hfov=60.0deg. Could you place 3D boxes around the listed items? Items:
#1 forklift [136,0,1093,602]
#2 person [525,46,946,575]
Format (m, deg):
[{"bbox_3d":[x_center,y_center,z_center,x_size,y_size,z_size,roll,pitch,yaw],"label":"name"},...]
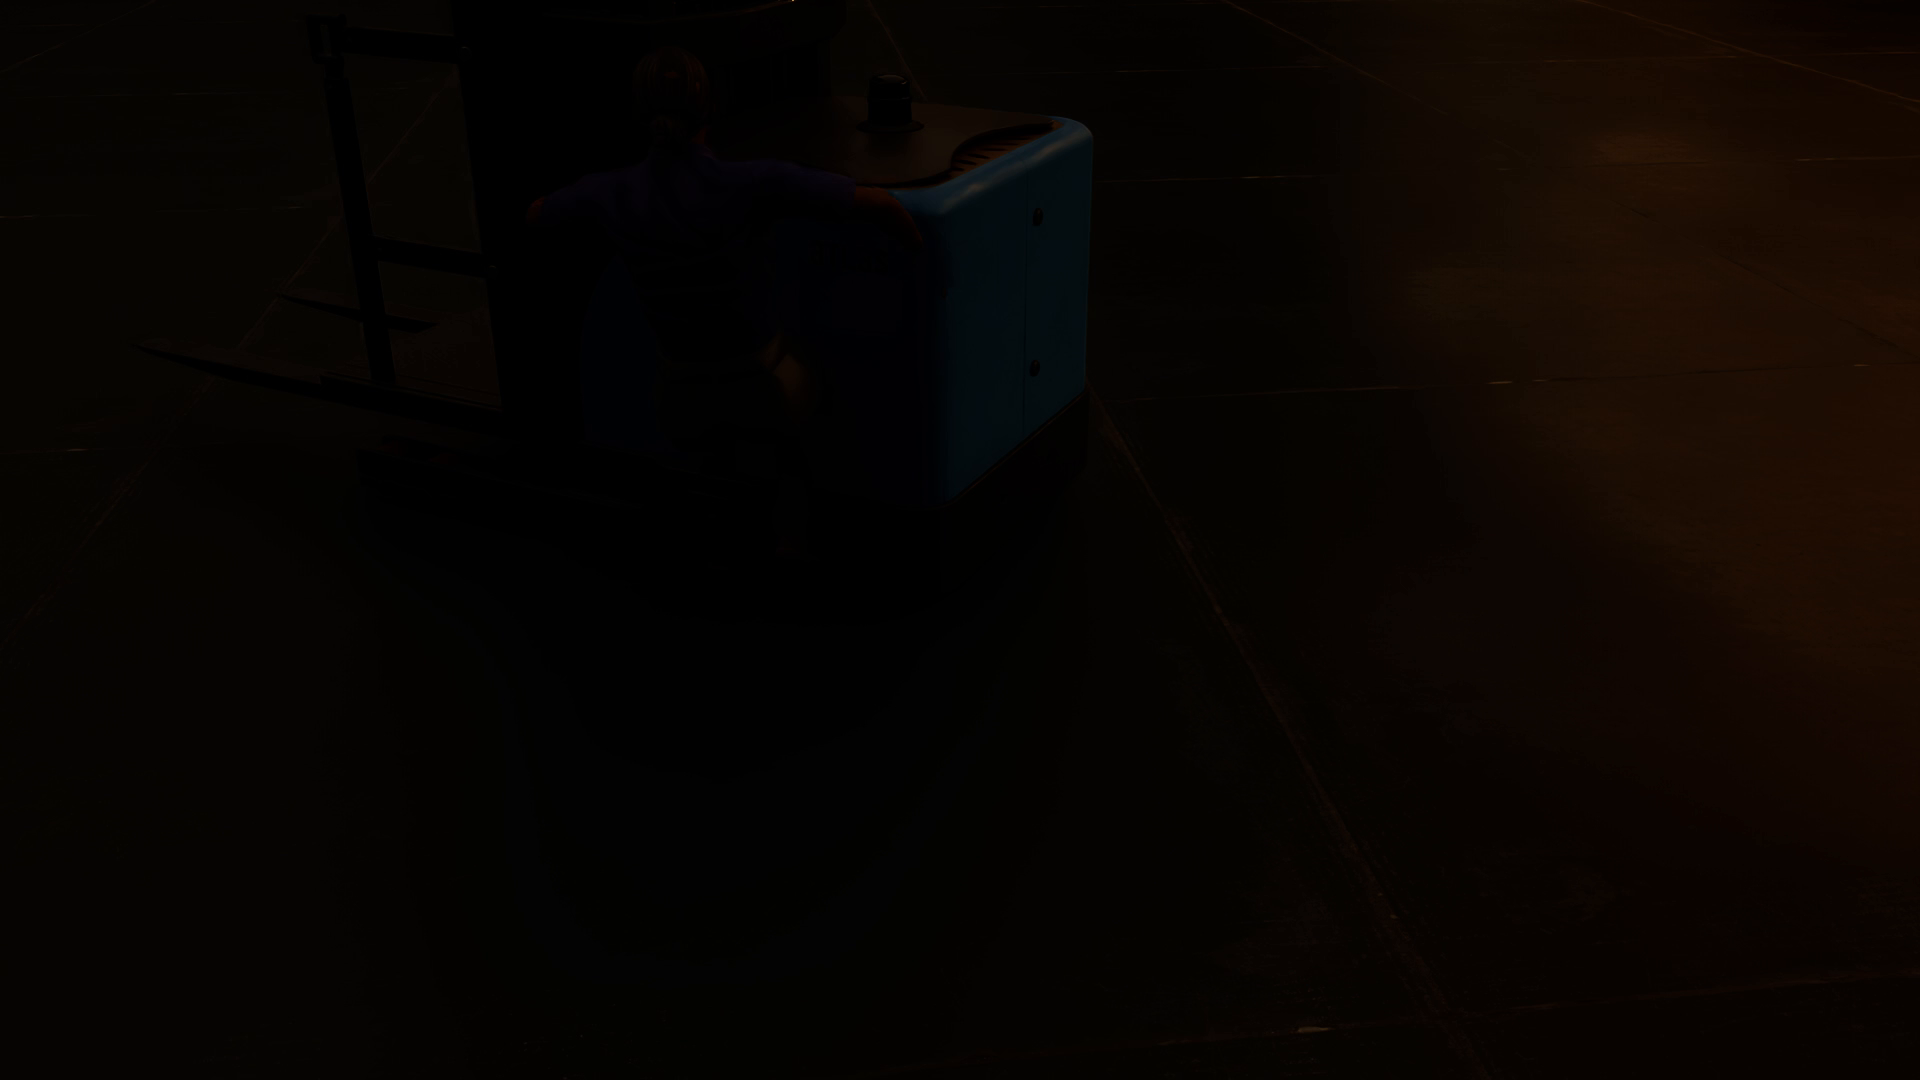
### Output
[{"bbox_3d":[-1.179,-1.592,4.534,3.031,2.935,1.130,12,28,24],"label":"forklift"},{"bbox_3d":[-0.509,-0.497,3.990,0.964,1.418,0.801,0,26,0],"label":"person"}]
